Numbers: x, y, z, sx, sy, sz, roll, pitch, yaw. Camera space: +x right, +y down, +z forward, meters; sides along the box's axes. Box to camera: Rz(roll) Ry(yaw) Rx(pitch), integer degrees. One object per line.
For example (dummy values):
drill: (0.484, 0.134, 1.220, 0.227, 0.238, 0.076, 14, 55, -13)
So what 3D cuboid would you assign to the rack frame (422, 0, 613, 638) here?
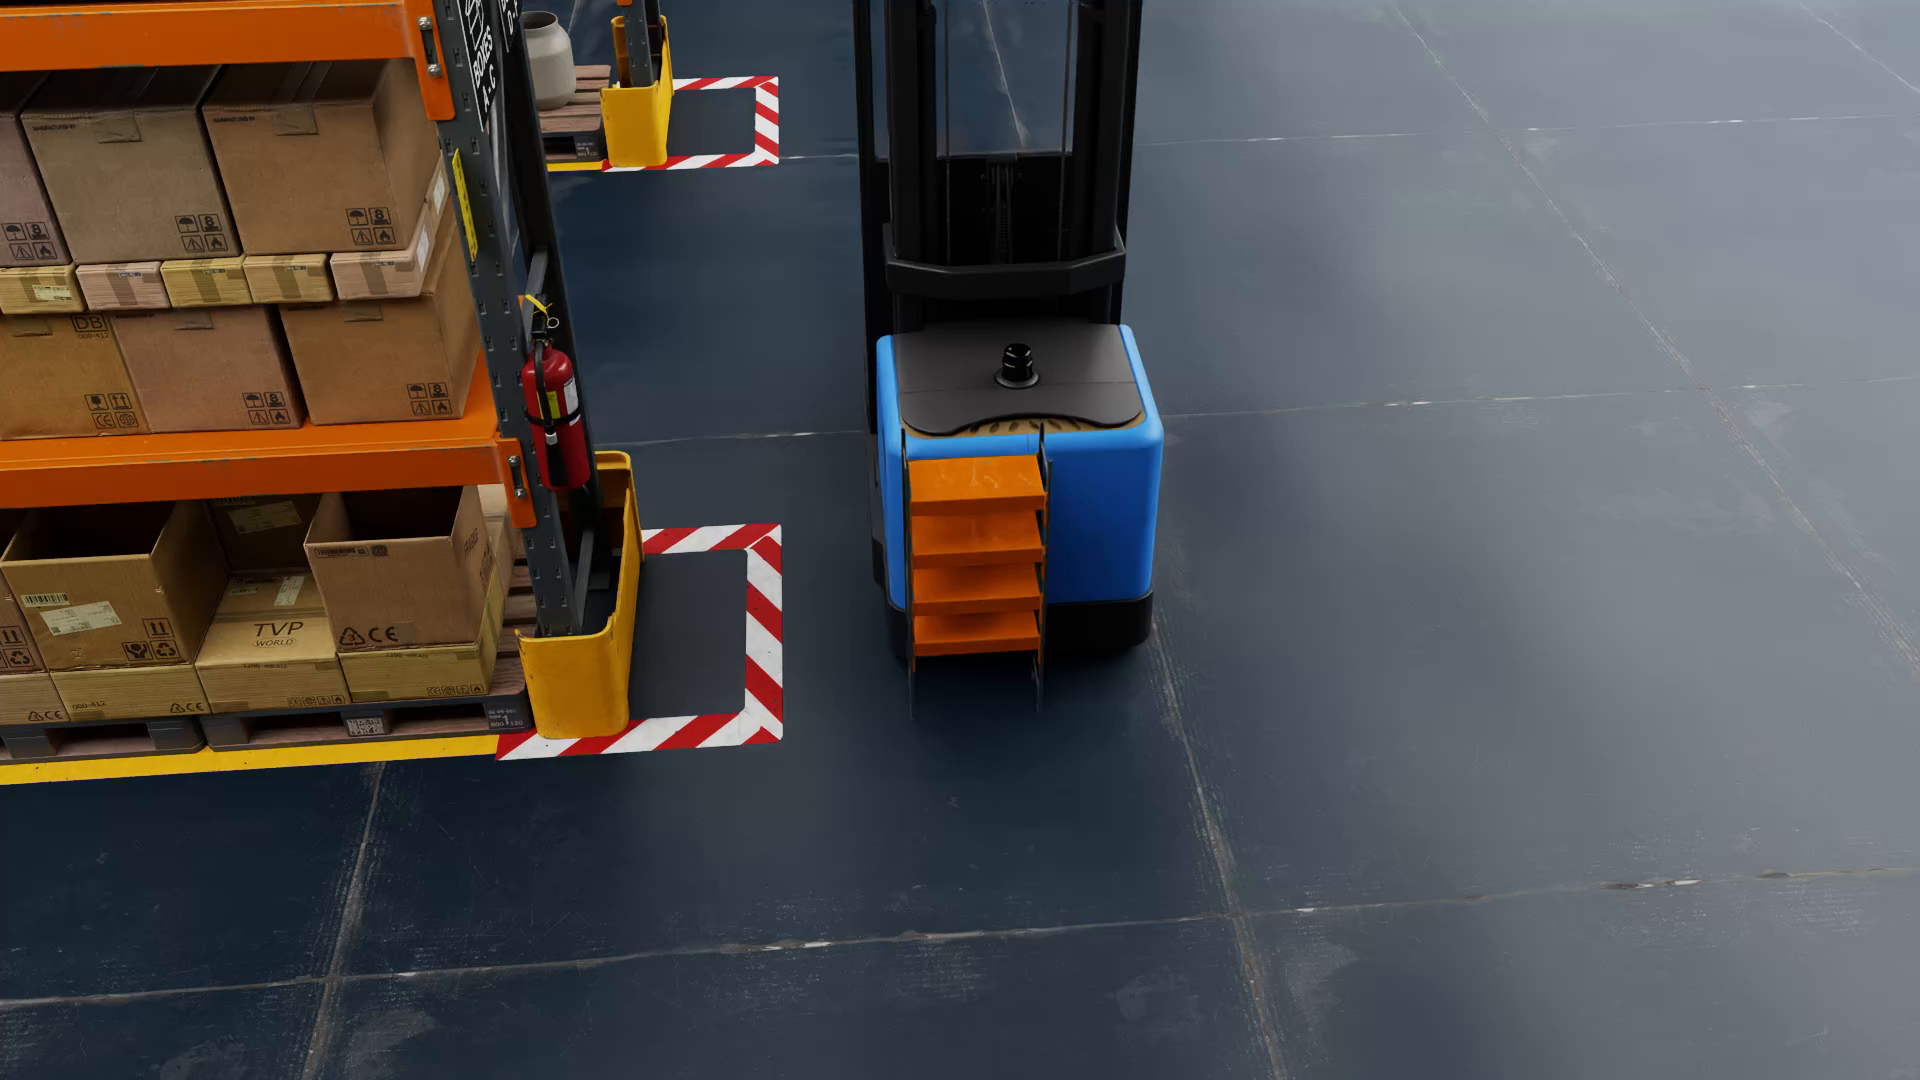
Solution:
rack frame: (-1.512, -0.787, 5.826, 0.127, 3.000, 1.000, -3, 38, -4)

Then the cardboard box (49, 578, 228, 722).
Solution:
cardboard box: (-3.014, 0.402, 6.199, 0.500, 0.250, 0.500, -3, 38, -4)

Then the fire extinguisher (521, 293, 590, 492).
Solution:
fire extinguisher: (-1.353, -0.477, 5.495, 0.183, 0.674, 0.296, -3, 38, -4)

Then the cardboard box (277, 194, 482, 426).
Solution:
cardboard box: (-1.978, -0.809, 5.773, 0.500, 0.500, 0.700, -3, 38, -4)

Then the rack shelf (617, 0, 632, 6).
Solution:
rack shelf: (-3.939, -3.452, 9.784, 4.000, 0.370, 1.077, -3, 38, -4)

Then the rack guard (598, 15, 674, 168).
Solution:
rack guard: (-2.018, -2.829, 10.432, 0.348, 0.500, 1.175, -3, 38, -4)

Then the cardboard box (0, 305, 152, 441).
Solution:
cardboard box: (-2.995, -0.753, 5.702, 0.500, 0.500, 0.700, -3, 38, -4)

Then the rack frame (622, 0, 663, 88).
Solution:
rack frame: (-1.947, -3.844, 9.700, 0.127, 3.000, 1.000, -3, 38, -4)

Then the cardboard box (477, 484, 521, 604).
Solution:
cardboard box: (-2.065, 0.019, 6.684, 0.500, 0.250, 0.500, -3, 38, -4)

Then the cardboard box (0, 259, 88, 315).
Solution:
cardboard box: (-2.903, -0.886, 5.347, 0.250, 0.149, 0.380, -2, 38, -3)

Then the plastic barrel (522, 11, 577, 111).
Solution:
plastic barrel: (-2.595, -2.949, 10.235, 0.421, 0.512, 0.421, 0, 38, 0)

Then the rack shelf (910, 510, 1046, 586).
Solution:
rack shelf: (0.054, 0.016, 6.006, 0.480, 0.148, 0.258, -3, 39, -4)

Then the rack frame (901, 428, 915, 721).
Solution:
rack frame: (-0.189, 0.151, 6.088, 0.015, 1.200, 0.240, -3, 39, -4)

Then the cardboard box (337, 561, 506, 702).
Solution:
cardboard box: (-2.020, 0.339, 6.279, 0.500, 0.250, 0.500, -3, 38, -4)

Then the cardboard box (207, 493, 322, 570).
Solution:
cardboard box: (-2.563, -0.246, 6.416, 0.500, 0.500, 0.500, -3, 38, -4)

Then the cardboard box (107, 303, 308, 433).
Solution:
cardboard box: (-2.500, -0.777, 5.732, 0.500, 0.500, 0.700, -2, 38, -3)

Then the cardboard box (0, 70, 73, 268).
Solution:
cardboard box: (-3.056, -1.255, 5.291, 0.500, 0.500, 0.700, -3, 38, -4)

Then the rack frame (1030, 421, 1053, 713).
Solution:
rack frame: (0.297, 0.125, 6.121, 0.015, 1.200, 0.240, -3, 39, -4)

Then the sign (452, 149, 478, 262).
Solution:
sign: (-1.477, -0.999, 4.969, 0.005, 0.325, 0.100, -3, 38, -4)

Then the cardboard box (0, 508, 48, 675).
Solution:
cardboard box: (-3.512, 0.136, 5.931, 0.500, 0.500, 0.500, -3, 38, -4)

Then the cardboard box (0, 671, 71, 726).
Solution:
cardboard box: (-3.513, 0.429, 6.166, 0.500, 0.250, 0.500, -3, 38, -4)

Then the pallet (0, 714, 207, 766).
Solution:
pallet: (-3.482, 0.440, 6.522, 1.213, 0.211, 1.003, -3, 38, -4)

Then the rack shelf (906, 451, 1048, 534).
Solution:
rack shelf: (0.054, -0.168, 5.858, 0.480, 0.148, 0.258, -3, 39, -4)

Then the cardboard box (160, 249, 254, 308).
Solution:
cardboard box: (-2.391, -0.913, 5.382, 0.250, 0.149, 0.380, -4, 38, -5)

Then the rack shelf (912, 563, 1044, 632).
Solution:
rack shelf: (0.054, 0.191, 6.146, 0.480, 0.148, 0.258, -3, 39, -4)

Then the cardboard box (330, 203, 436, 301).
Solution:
cardboard box: (-1.875, -0.943, 5.419, 0.250, 0.149, 0.380, -4, 38, -5)

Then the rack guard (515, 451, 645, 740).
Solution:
rack guard: (-1.488, 0.193, 6.602, 0.348, 0.500, 1.175, -3, 38, -4)

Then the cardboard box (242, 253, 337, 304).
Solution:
cardboard box: (-2.136, -0.927, 5.399, 0.250, 0.149, 0.380, -2, 38, -3)

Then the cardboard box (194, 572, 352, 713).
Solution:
cardboard box: (-2.516, 0.374, 6.235, 0.500, 0.250, 0.500, -3, 38, -4)

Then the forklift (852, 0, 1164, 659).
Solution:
forklift: (0.118, -1.581, 6.887, 1.130, 2.935, 3.031, -3, 38, -4)

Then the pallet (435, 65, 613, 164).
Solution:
pallet: (-2.828, -2.674, 10.469, 1.213, 0.211, 1.003, -3, 38, -4)

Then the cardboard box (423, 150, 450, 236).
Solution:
cardboard box: (-1.921, -1.193, 5.735, 0.250, 0.149, 0.380, -3, 38, -4)

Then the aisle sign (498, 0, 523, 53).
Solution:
aisle sign: (-1.473, -2.000, 5.265, 0.004, 0.787, 0.394, -3, 38, -4)

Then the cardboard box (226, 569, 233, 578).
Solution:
cardboard box: (-3.061, 0.076, 6.612, 0.500, 0.250, 0.500, -3, 38, -4)

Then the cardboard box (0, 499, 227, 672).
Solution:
cardboard box: (-3.014, 0.110, 5.965, 0.500, 0.500, 0.500, -3, 38, -4)

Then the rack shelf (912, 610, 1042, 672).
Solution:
rack shelf: (0.054, 0.345, 6.271, 0.480, 0.148, 0.258, -3, 39, -4)

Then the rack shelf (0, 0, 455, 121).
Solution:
rack shelf: (-3.504, -1.573, 4.981, 4.000, 0.370, 1.077, -3, 38, -4)

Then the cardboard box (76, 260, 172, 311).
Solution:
cardboard box: (-2.641, -0.901, 5.366, 0.250, 0.149, 0.380, -3, 38, -3)

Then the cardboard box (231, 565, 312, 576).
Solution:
cardboard box: (-2.563, 0.049, 6.647, 0.500, 0.250, 0.500, -3, 38, -4)

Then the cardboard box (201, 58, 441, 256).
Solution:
cardboard box: (-2.030, -1.315, 5.367, 0.500, 0.500, 0.700, -3, 38, -4)

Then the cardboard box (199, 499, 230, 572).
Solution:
cardboard box: (-3.060, -0.211, 6.371, 0.500, 0.500, 0.500, -3, 38, -4)

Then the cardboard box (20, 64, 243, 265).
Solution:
cardboard box: (-2.554, -1.283, 5.326, 0.500, 0.500, 0.700, -4, 38, -5)

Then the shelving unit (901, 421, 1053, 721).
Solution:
shelving unit: (0.054, 0.138, 6.104, 0.503, 1.200, 0.258, -3, 39, -4)

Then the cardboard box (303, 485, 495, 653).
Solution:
cardboard box: (-2.019, 0.046, 6.046, 0.500, 0.500, 0.500, -3, 38, -4)

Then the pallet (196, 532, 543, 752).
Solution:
pallet: (-2.270, 0.375, 6.604, 1.213, 0.211, 1.003, -3, 38, -4)

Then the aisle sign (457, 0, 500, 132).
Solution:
aisle sign: (-1.420, -1.630, 4.796, 0.004, 0.787, 0.394, -3, 38, -4)

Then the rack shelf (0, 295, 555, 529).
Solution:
rack shelf: (-3.504, -0.395, 5.910, 4.000, 0.370, 1.077, -3, 38, -4)
